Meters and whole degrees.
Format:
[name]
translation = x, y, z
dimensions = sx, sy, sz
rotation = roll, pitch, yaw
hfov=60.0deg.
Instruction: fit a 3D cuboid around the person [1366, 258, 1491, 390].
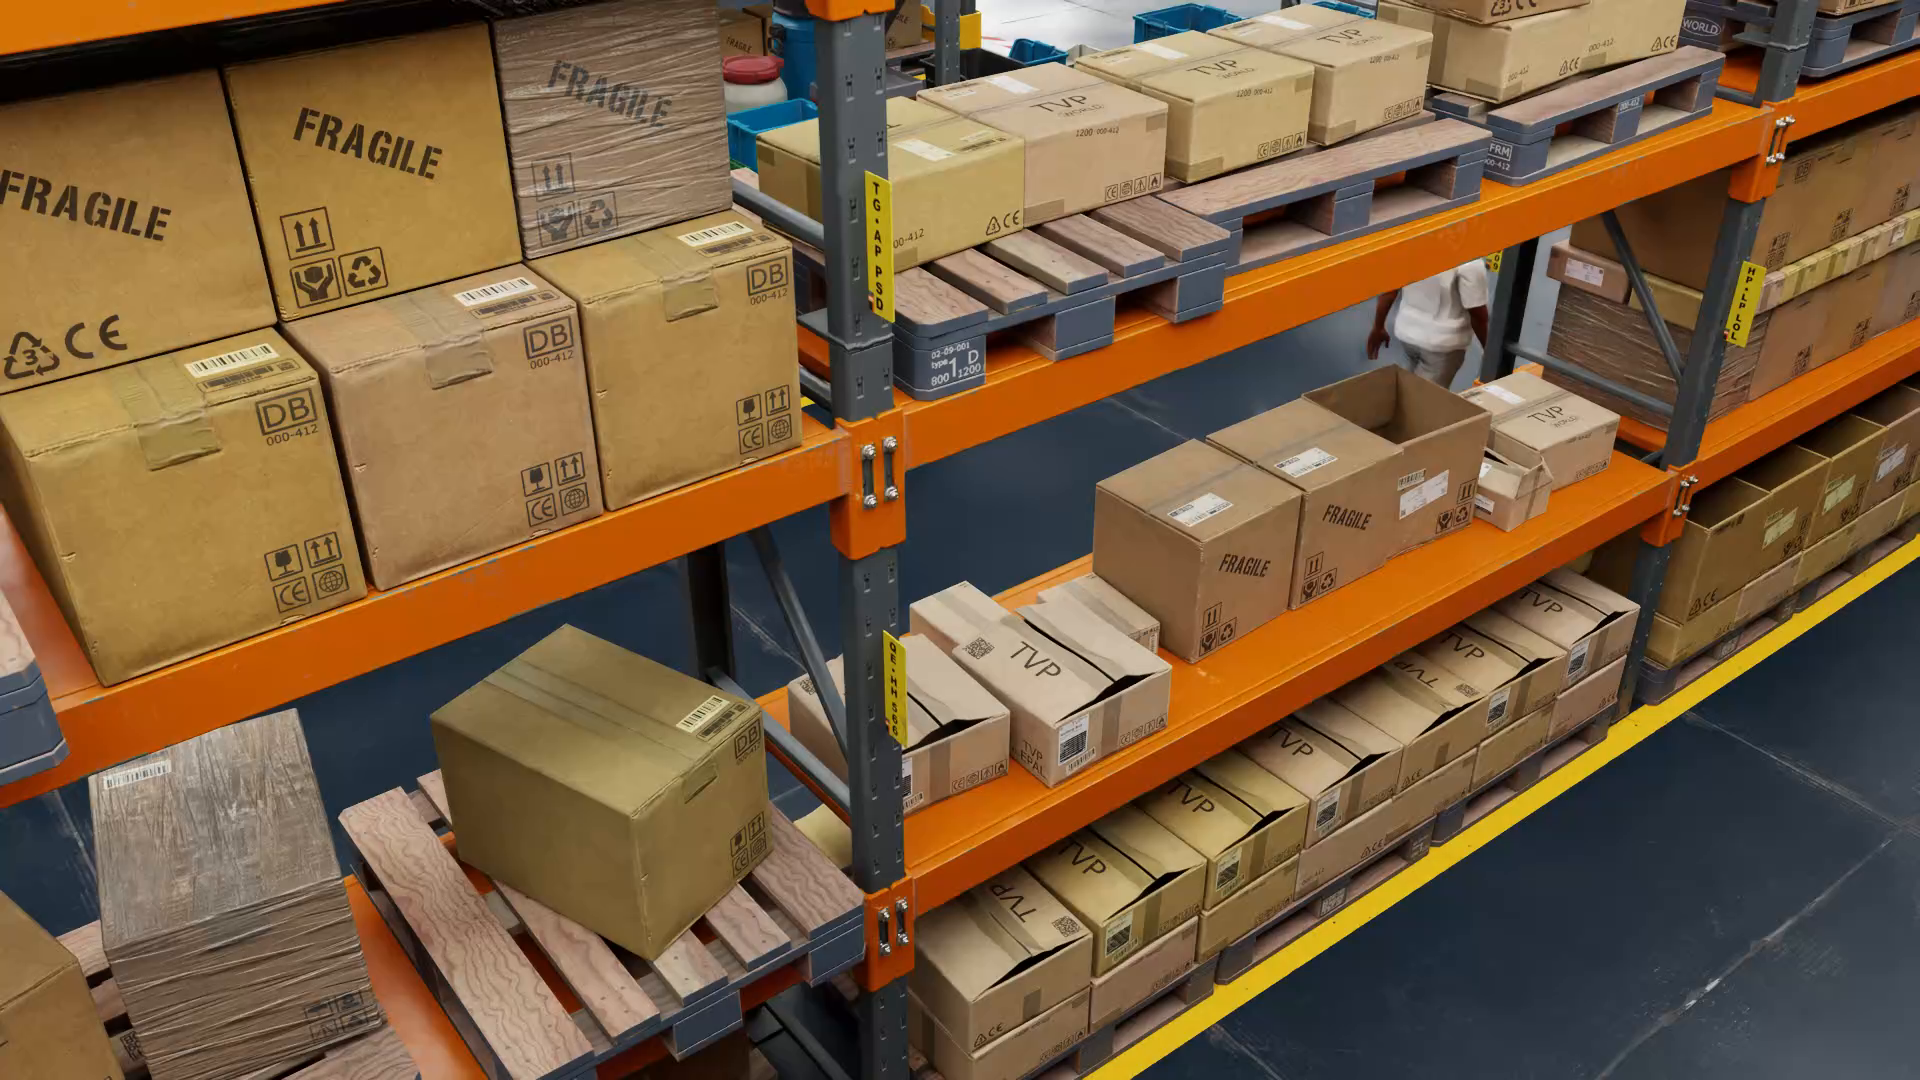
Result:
[person]
translation = 2.592, -1.106, 8.862
dimensions = 0.934, 1.734, 0.610
rotation = -19, 37, -27
